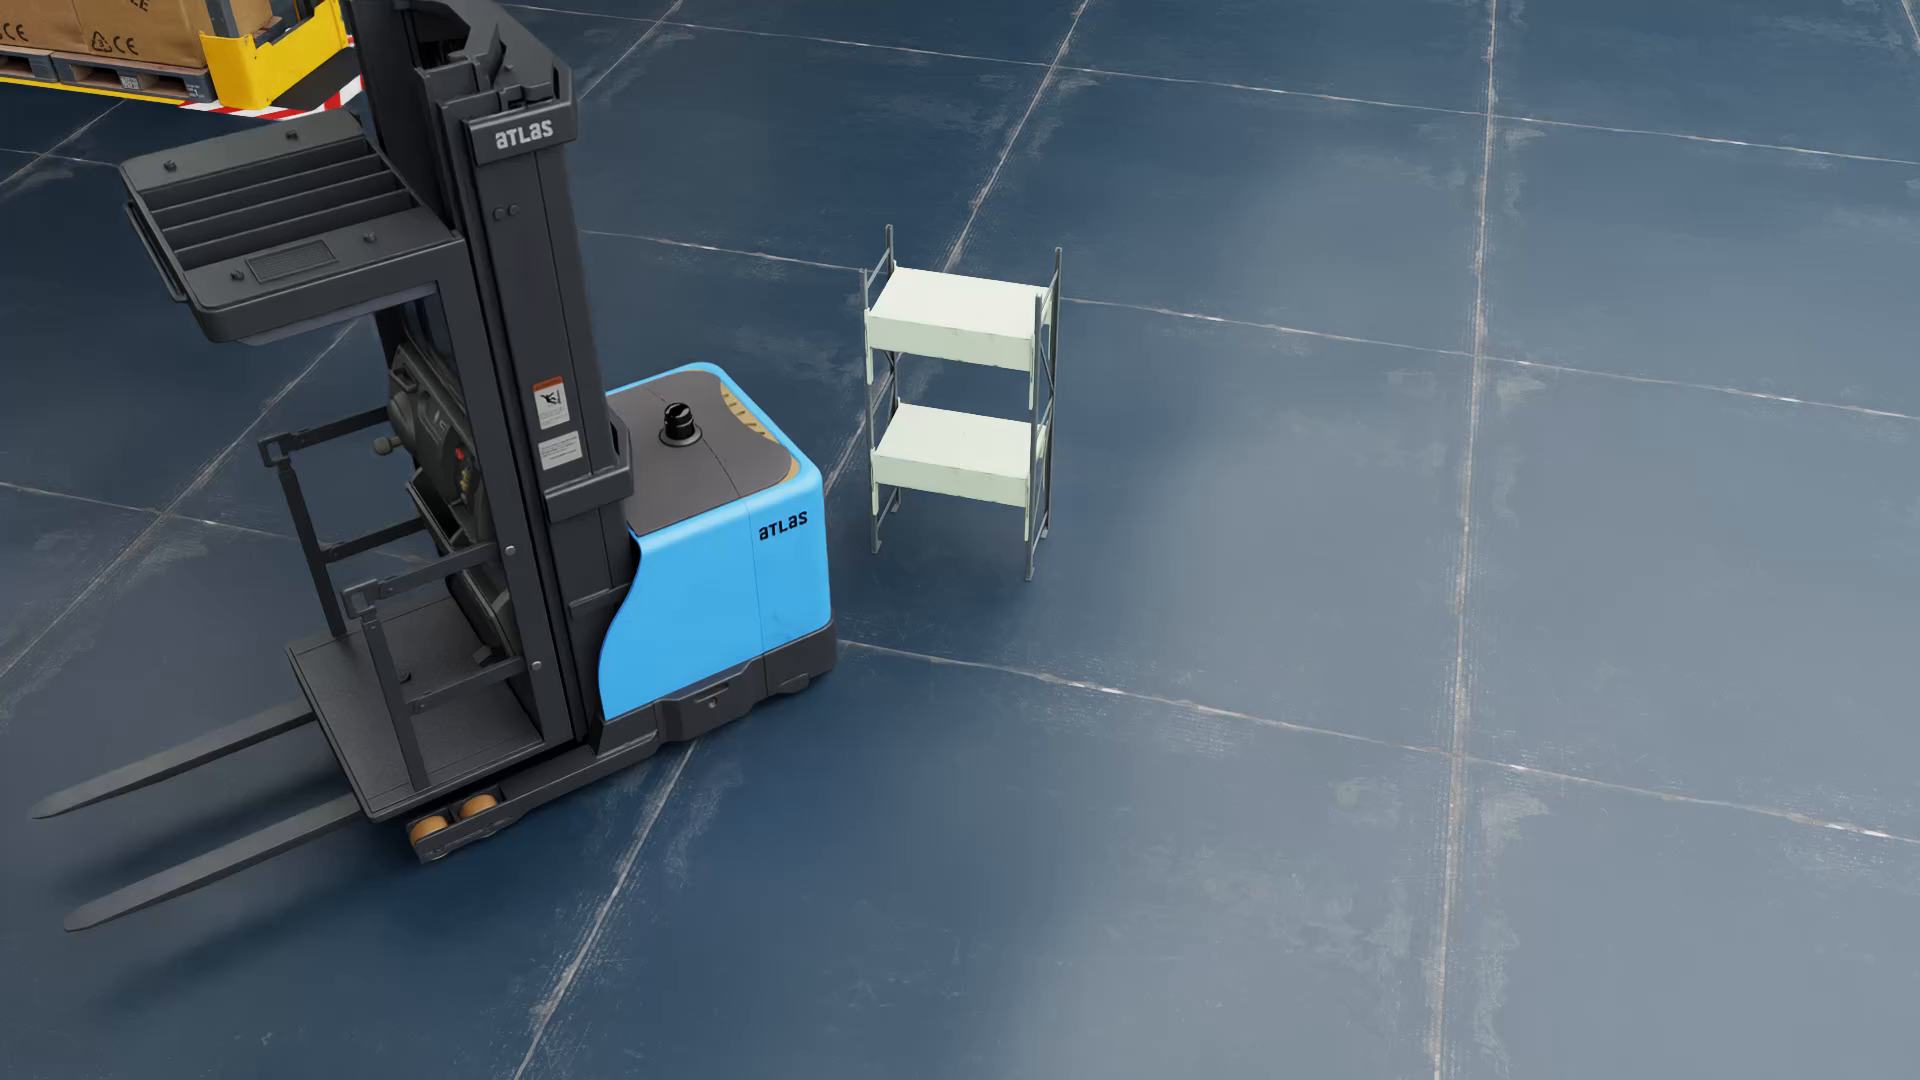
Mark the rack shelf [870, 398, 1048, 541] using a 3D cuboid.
[{"bbox_3d":[0.006,-0.324,7.501,0.720,0.370,0.431,10,41,11],"label":"rack shelf"}]

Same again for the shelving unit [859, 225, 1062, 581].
[{"bbox_3d":[0.006,-0.573,7.291,0.755,1.500,0.431,10,41,11],"label":"shelving unit"}]

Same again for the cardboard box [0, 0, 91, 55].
[{"bbox_3d":[-6.278,-3.999,11.529,0.875,0.875,0.875,9,41,11],"label":"cardboard box"}]

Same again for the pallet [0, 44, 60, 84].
[{"bbox_3d":[-6.723,-3.656,11.963,1.213,0.211,1.003,10,41,11],"label":"pallet"}]

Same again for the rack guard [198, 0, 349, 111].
[{"bbox_3d":[-4.732,-3.474,11.522,0.348,0.500,1.175,10,41,11],"label":"rack guard"}]

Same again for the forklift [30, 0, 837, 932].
[{"bbox_3d":[-2.035,-0.297,5.849,3.031,2.935,1.130,-23,45,-25],"label":"forklift"}]

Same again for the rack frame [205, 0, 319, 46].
[{"bbox_3d":[-4.755,-4.435,10.723,0.127,3.000,1.000,10,41,11],"label":"rack frame"}]

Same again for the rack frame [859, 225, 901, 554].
[{"bbox_3d":[-0.347,-0.634,7.363,0.023,1.500,0.400,10,41,11],"label":"rack frame"}]

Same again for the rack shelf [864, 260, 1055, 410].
[{"bbox_3d":[0.006,-0.872,7.040,0.720,0.370,0.431,10,41,11],"label":"rack shelf"}]

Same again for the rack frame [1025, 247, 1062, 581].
[{"bbox_3d":[0.360,-0.512,7.218,0.023,1.500,0.400,10,41,11],"label":"rack frame"}]

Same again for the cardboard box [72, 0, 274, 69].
[{"bbox_3d":[-5.427,-3.854,11.357,0.875,0.875,0.875,10,41,12],"label":"cardboard box"}]

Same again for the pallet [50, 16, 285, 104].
[{"bbox_3d":[-5.548,-3.451,11.720,1.213,0.211,1.003,10,41,11],"label":"pallet"}]
